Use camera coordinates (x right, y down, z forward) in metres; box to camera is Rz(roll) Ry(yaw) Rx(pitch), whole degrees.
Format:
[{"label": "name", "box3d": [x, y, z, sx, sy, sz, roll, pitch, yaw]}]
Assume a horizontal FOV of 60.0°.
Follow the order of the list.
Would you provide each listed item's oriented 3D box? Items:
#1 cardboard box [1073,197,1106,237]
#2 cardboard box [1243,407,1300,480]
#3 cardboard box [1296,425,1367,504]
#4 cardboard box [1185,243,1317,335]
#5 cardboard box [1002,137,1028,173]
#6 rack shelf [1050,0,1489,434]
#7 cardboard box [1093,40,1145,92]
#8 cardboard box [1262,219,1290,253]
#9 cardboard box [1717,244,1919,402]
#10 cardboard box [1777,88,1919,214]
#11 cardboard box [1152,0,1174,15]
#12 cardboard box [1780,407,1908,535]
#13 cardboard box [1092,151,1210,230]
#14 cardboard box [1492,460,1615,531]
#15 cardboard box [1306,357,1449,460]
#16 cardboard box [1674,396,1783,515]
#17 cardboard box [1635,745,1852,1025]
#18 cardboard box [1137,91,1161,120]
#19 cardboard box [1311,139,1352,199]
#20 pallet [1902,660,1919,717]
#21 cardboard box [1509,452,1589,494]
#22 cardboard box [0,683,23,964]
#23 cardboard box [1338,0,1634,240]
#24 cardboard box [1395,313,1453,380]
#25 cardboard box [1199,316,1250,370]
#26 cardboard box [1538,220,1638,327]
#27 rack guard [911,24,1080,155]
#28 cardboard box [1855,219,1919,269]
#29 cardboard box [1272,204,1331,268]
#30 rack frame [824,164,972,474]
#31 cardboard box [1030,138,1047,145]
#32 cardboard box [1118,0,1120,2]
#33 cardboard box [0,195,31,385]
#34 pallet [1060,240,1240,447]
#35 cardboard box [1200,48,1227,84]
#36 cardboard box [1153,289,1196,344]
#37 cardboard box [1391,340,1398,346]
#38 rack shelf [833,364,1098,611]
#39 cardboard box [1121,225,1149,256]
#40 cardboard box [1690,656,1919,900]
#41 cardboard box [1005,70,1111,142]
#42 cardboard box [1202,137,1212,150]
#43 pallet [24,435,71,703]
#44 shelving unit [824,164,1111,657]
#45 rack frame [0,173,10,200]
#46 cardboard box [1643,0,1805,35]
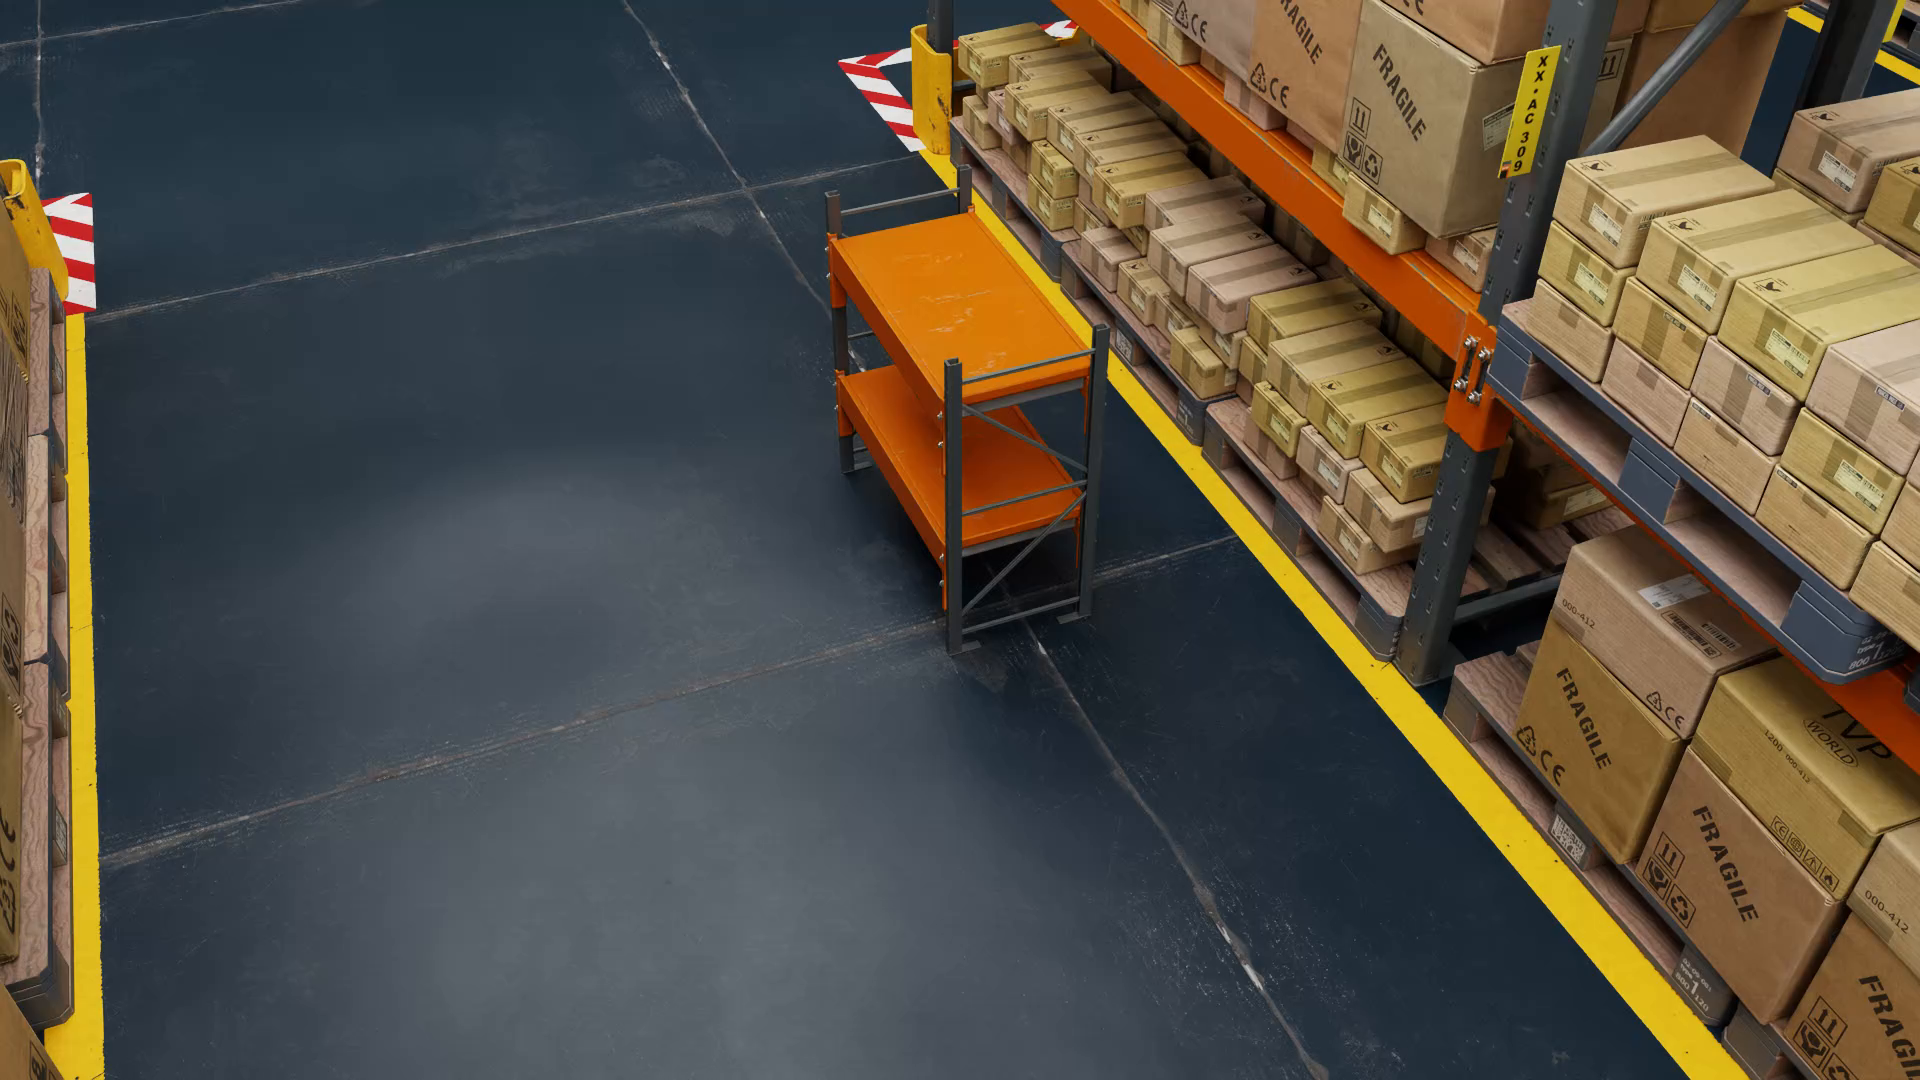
[{"label": "cardboard box", "box3d": [0.692, -1.326, 6.855, 0.380, 0.149, 0.250, -15, 43, -17]}, {"label": "cardboard box", "box3d": [1.211, -0.380, 5.755, 0.380, 0.149, 0.250, -16, 43, -18]}, {"label": "cardboard box", "box3d": [1.330, -0.291, 5.424, 0.380, 0.149, 0.250, -17, 44, -19]}, {"label": "cardboard box", "box3d": [1.030, -0.891, 5.894, 0.380, 0.149, 0.250, -17, 44, -19]}, {"label": "cardboard box", "box3d": [0.409, -1.785, 7.389, 0.380, 0.149, 0.250, -15, 43, -17]}, {"label": "rack shelf", "box3d": [1.094, -1.762, 6.050, 1.077, 0.370, 4.000, -15, 43, -17]}, {"label": "cardboard box", "box3d": [0.808, -2.122, 7.325, 0.380, 0.149, 0.250, -14, 43, -16]}, {"label": "cardboard box", "box3d": [1.416, -1.244, 6.532, 0.380, 0.149, 0.250, -15, 43, -16]}, {"label": "cardboard box", "box3d": [1.793, -0.446, 3.382, 0.380, 0.149, 0.250, -15, 43, -16]}, {"label": "cardboard box", "box3d": [2.193, -0.926, 3.941, 0.380, 0.149, 0.250, -13, 42, -15]}, {"label": "cardboard box", "box3d": [0.850, -2.131, 5.622, 0.500, 0.500, 0.500, -16, 43, -18]}, {"label": "cardboard box", "box3d": [1.885, -0.187, 3.309, 0.380, 0.149, 0.250, -17, 43, -19]}, {"label": "cardboard box", "box3d": [0.737, -1.355, 6.433, 0.380, 0.149, 0.250, -14, 43, -16]}, {"label": "cardboard box", "box3d": [2.016, -0.207, 5.555, 0.380, 0.149, 0.250, -17, 44, -19]}, {"label": "cardboard box", "box3d": [1.348, -0.427, 5.354, 0.380, 0.149, 0.250, -15, 43, -16]}, {"label": "cardboard box", "box3d": [1.788, -0.224, 3.581, 0.380, 0.149, 0.250, -15, 43, -17]}, {"label": "cardboard box", "box3d": [2.101, 0.789, 4.127, 0.500, 0.500, 0.500, -13, 42, -15]}, {"label": "cardboard box", "box3d": [0.995, -1.871, 7.261, 0.380, 0.149, 0.250, -17, 43, -19]}, {"label": "cardboard box", "box3d": [1.287, -1.152, 4.982, 0.380, 0.149, 0.250, -13, 42, -15]}, {"label": "pallet", "box3d": [2.594, 0.471, 3.049, 1.003, 0.211, 1.213, -15, 43, -17]}, {"label": "cardboard box", "box3d": [2.016, -0.319, 5.456, 0.380, 0.149, 0.250, -13, 42, -15]}, {"label": "cardboard box", "box3d": [-2.941, 0.576, 4.087, 0.875, 0.875, 0.875, -15, 43, -17]}, {"label": "cardboard box", "box3d": [1.413, -1.201, 4.541, 0.500, 0.500, 0.500, -15, 43, -17]}, {"label": "cardboard box", "box3d": [1.726, -0.713, 5.687, 0.380, 0.149, 0.250, -16, 43, -17]}, {"label": "cardboard box", "box3d": [1.090, -0.772, 5.984, 0.380, 0.149, 0.250, -14, 43, -16]}, {"label": "cardboard box", "box3d": [1.585, -0.654, 3.853, 0.380, 0.149, 0.250, -14, 43, -16]}, {"label": "rack guard", "box3d": [0.357, -2.246, 7.978, 1.175, 0.500, 0.348, -15, 43, -17]}, {"label": "cardboard box", "box3d": [2.295, -0.657, 3.856, 0.380, 0.149, 0.250, -15, 43, -17]}, {"label": "cardboard box", "box3d": [1.402, -1.182, 6.232, 0.380, 0.149, 0.250, -17, 43, -19]}, {"label": "rack frame", "box3d": [-0.197, -0.737, 5.744, 0.500, 1.125, 0.032, -15, 43, -17]}, {"label": "cardboard box", "box3d": [0.520, -1.746, 7.116, 0.380, 0.149, 0.250, -15, 43, -16]}, {"label": "cardboard box", "box3d": [0.714, -2.101, 6.086, 0.380, 0.149, 0.250, -16, 43, -18]}, {"label": "cardboard box", "box3d": [-3.974, -1.051, 5.979, 0.875, 0.875, 0.875, -15, 43, -17]}, {"label": "pallet", "box3d": [1.099, -0.904, 6.639, 1.003, 0.211, 1.213, -15, 43, -17]}, {"label": "cardboard box", "box3d": [1.031, -1.636, 5.545, 0.380, 0.149, 0.250, -16, 43, -17]}, {"label": "cardboard box", "box3d": [0.960, -0.856, 6.310, 0.380, 0.149, 0.250, -14, 43, -16]}, {"label": "cardboard box", "box3d": [1.609, -0.750, 5.958, 0.380, 0.149, 0.250, -17, 44, -19]}, {"label": "rack shelf", "box3d": [-0.003, -0.245, 5.547, 0.538, 0.278, 1.000, -15, 43, -17]}, {"label": "cardboard box", "box3d": [0.849, -1.275, 6.569, 0.380, 0.149, 0.250, -13, 42, -15]}, {"label": "cardboard box", "box3d": [2.104, 0.506, 3.881, 0.500, 0.250, 0.500, -14, 43, -16]}, {"label": "cardboard box", "box3d": [0.410, -1.823, 6.977, 0.380, 0.149, 0.250, -15, 43, -17]}, {"label": "cardboard box", "box3d": [1.219, -1.678, 6.808, 0.380, 0.149, 0.250, -14, 43, -15]}, {"label": "pallet", "box3d": [-3.452, 0.191, 5.366, 1.003, 0.211, 1.213, -15, 43, -17]}, {"label": "shelving unit", "box3d": [-0.003, -0.431, 5.388, 0.538, 1.125, 1.048, -15, 43, -17]}, {"label": "rack frame", "box3d": [-4.293, -2.063, 5.848, 1.000, 3.000, 0.127, -15, 43, -17]}, {"label": "cardboard box", "box3d": [1.911, -1.692, 4.345, 0.500, 0.500, 0.500, -14, 43, -16]}]
